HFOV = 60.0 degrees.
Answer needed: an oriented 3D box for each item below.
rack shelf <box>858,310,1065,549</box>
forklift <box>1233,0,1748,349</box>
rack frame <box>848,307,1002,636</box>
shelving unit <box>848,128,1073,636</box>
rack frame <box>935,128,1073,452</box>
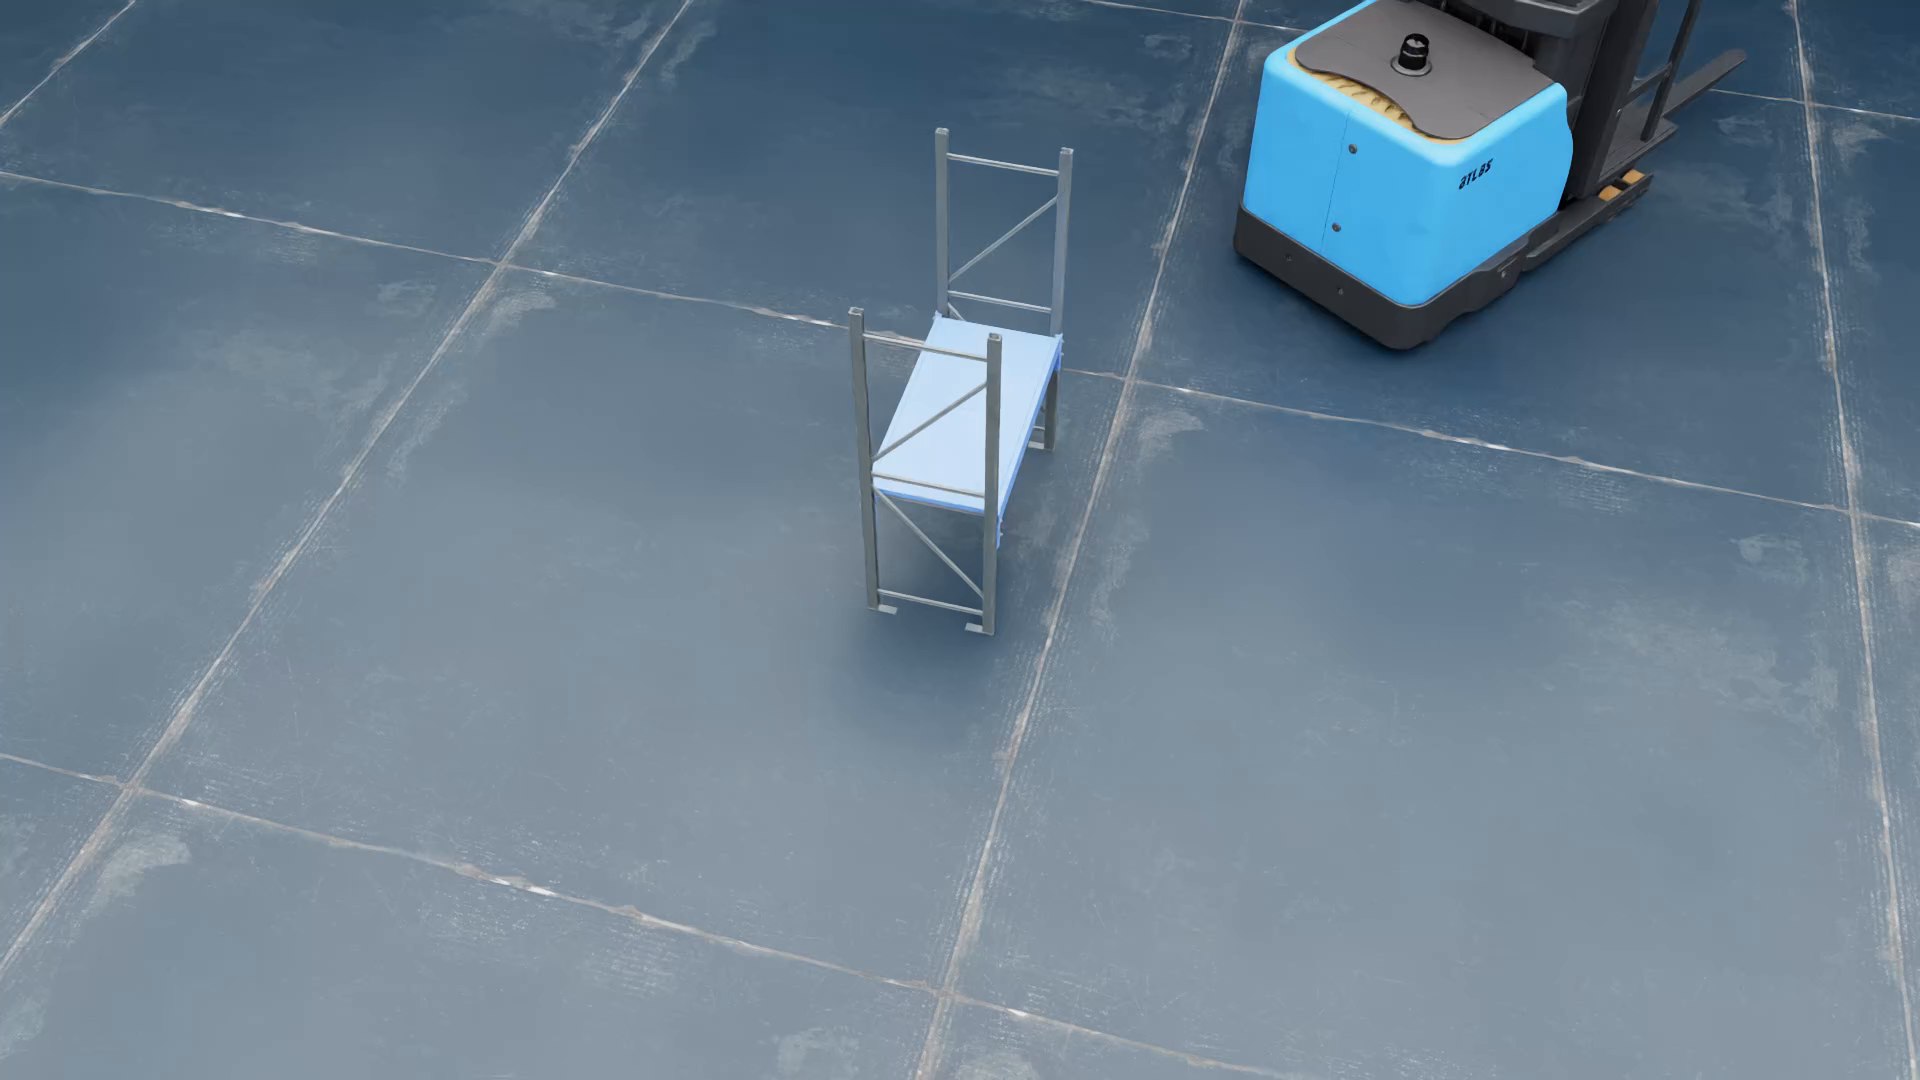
[{"bbox_3d":[0.022,-0.439,6.296,0.538,0.185,1.000,12,50,10],"label":"rack shelf"},{"bbox_3d":[2.719,-2.774,7.162,3.031,2.935,1.130,-34,57,-26],"label":"forklift"},{"bbox_3d":[-0.111,-0.190,5.836,0.500,1.500,0.032,12,50,10],"label":"rack frame"},{"bbox_3d":[0.022,-0.558,6.161,0.538,1.500,1.048,12,50,10],"label":"shelving unit"},{"bbox_3d":[0.156,-0.926,6.486,0.500,1.500,0.032,12,50,10],"label":"rack frame"}]
